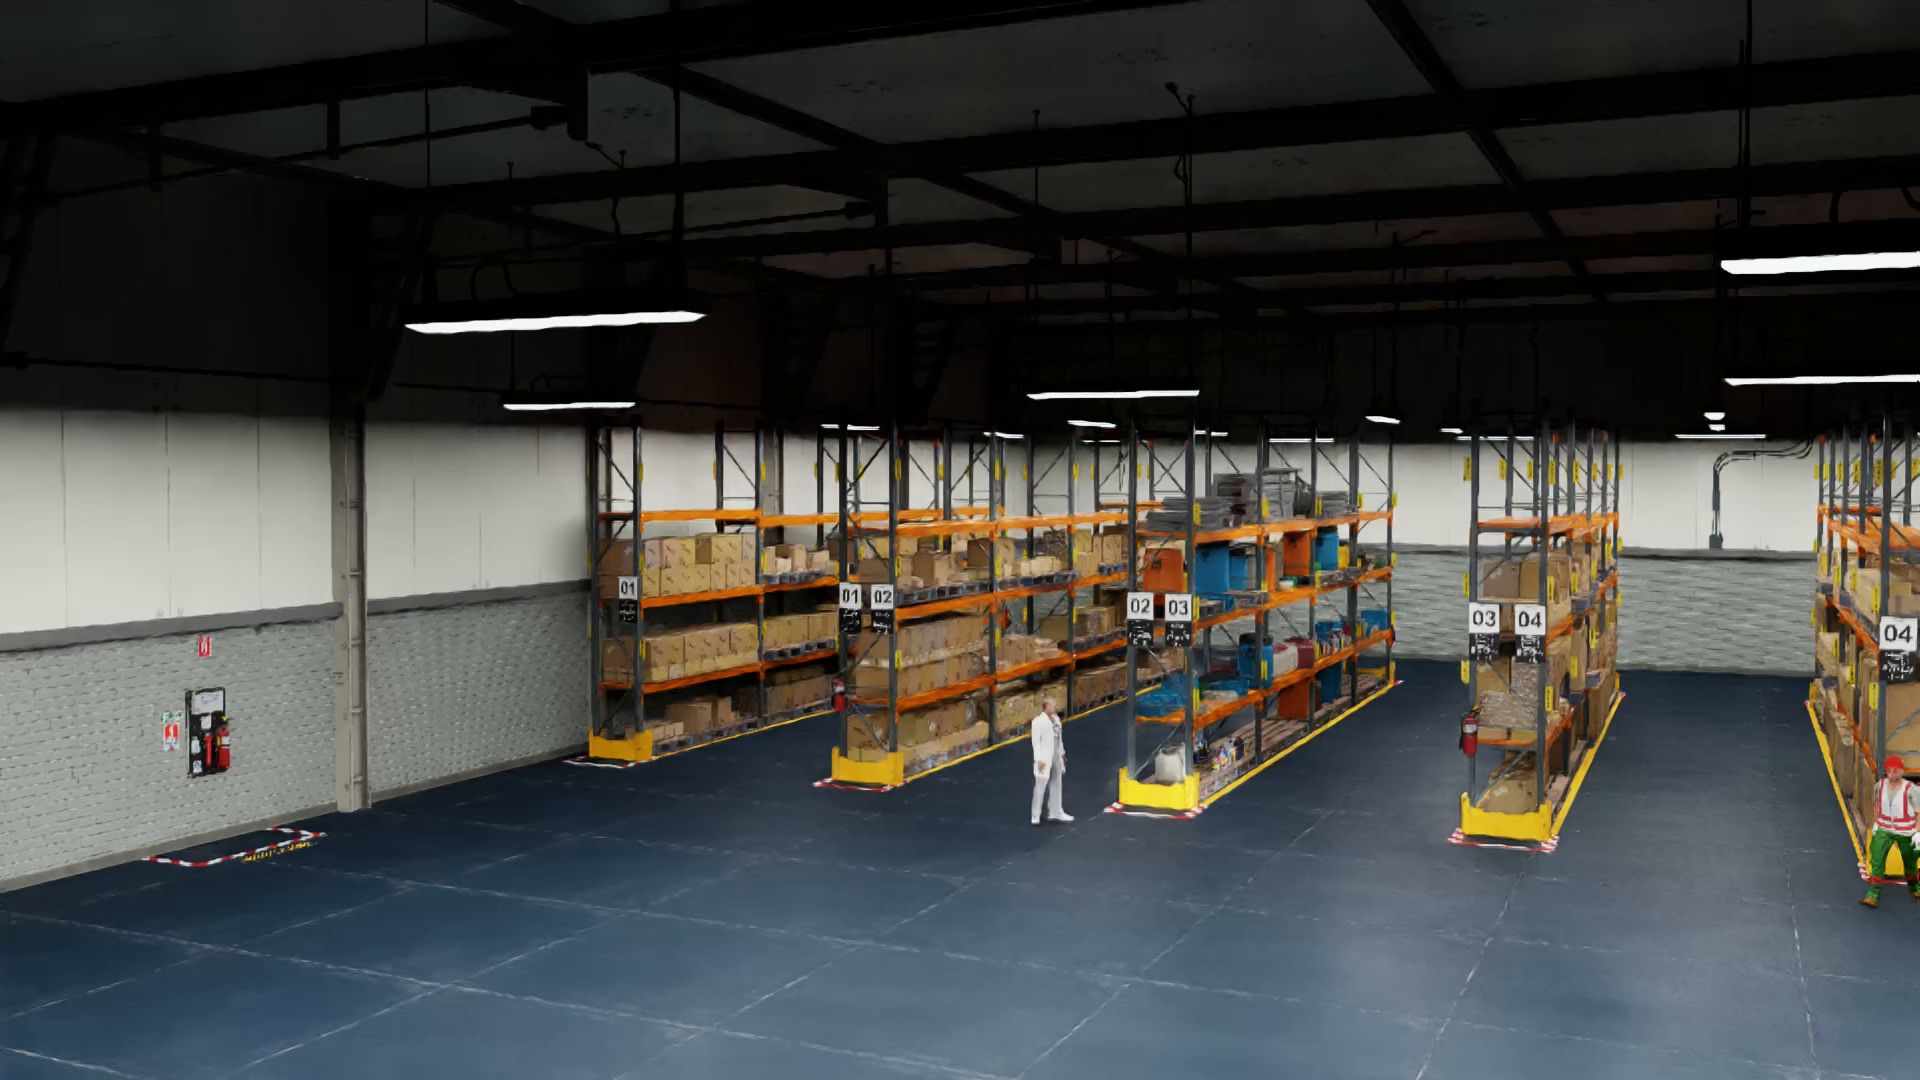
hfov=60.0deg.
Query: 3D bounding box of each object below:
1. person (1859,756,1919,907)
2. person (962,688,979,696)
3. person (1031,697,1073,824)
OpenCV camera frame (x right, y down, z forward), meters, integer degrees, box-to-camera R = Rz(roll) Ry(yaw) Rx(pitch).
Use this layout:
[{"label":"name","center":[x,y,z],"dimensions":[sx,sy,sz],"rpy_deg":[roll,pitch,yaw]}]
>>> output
[{"label":"person","center":[10.789,3.352,19.178],"dimensions":[0.985,1.746,0.591],"rpy_deg":[-2,3,-43]},{"label":"person","center":[0.189,2.723,36.114],"dimensions":[0.592,1.604,0.513],"rpy_deg":[1,3,22]},{"label":"person","center":[1.270,3.119,23.677],"dimensions":[0.668,1.782,0.467],"rpy_deg":[-2,3,-45]}]
